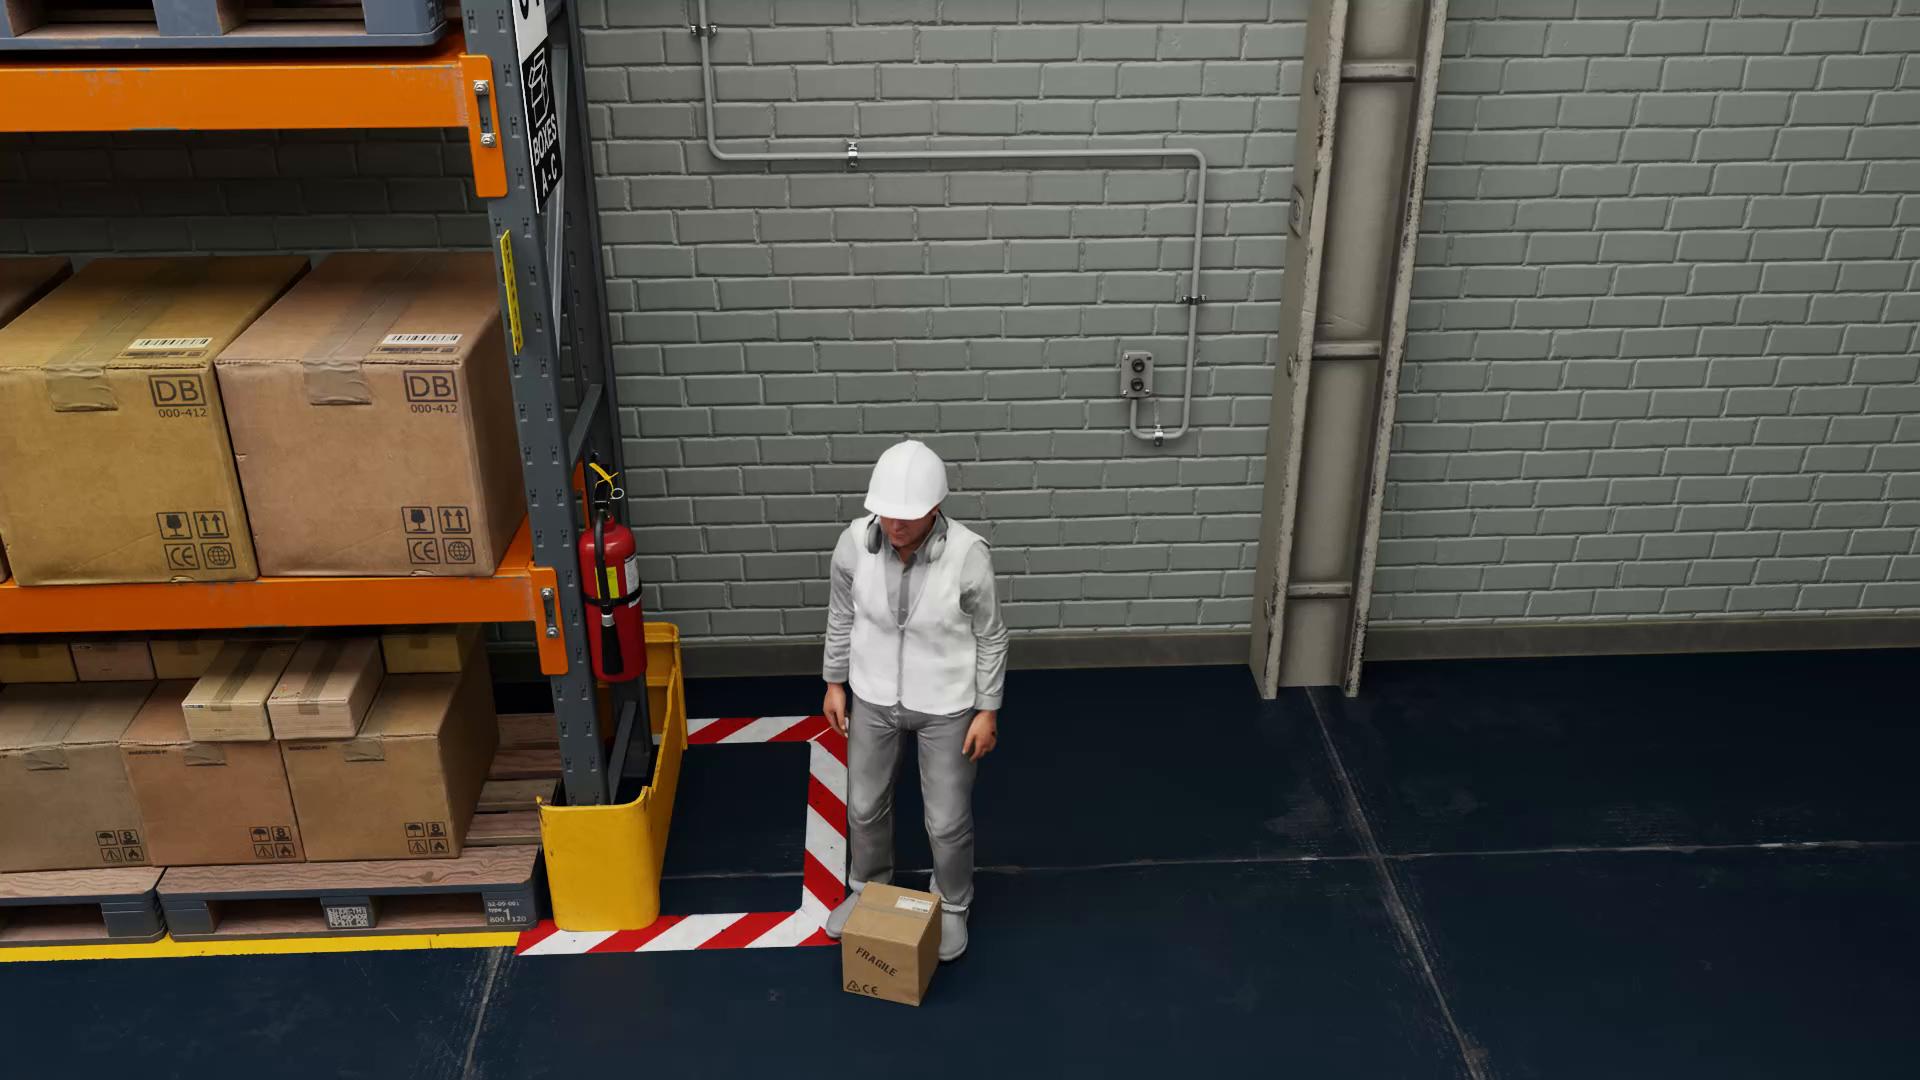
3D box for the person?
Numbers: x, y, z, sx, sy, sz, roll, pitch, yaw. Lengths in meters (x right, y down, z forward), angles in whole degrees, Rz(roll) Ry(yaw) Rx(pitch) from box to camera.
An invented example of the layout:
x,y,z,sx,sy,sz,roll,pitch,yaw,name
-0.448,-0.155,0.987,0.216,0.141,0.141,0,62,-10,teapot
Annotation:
x,y,z,sx,sy,sz,roll,pitch,yaw,name
-0.144,0.491,5.145,0.580,1.769,0.463,8,29,16,person
